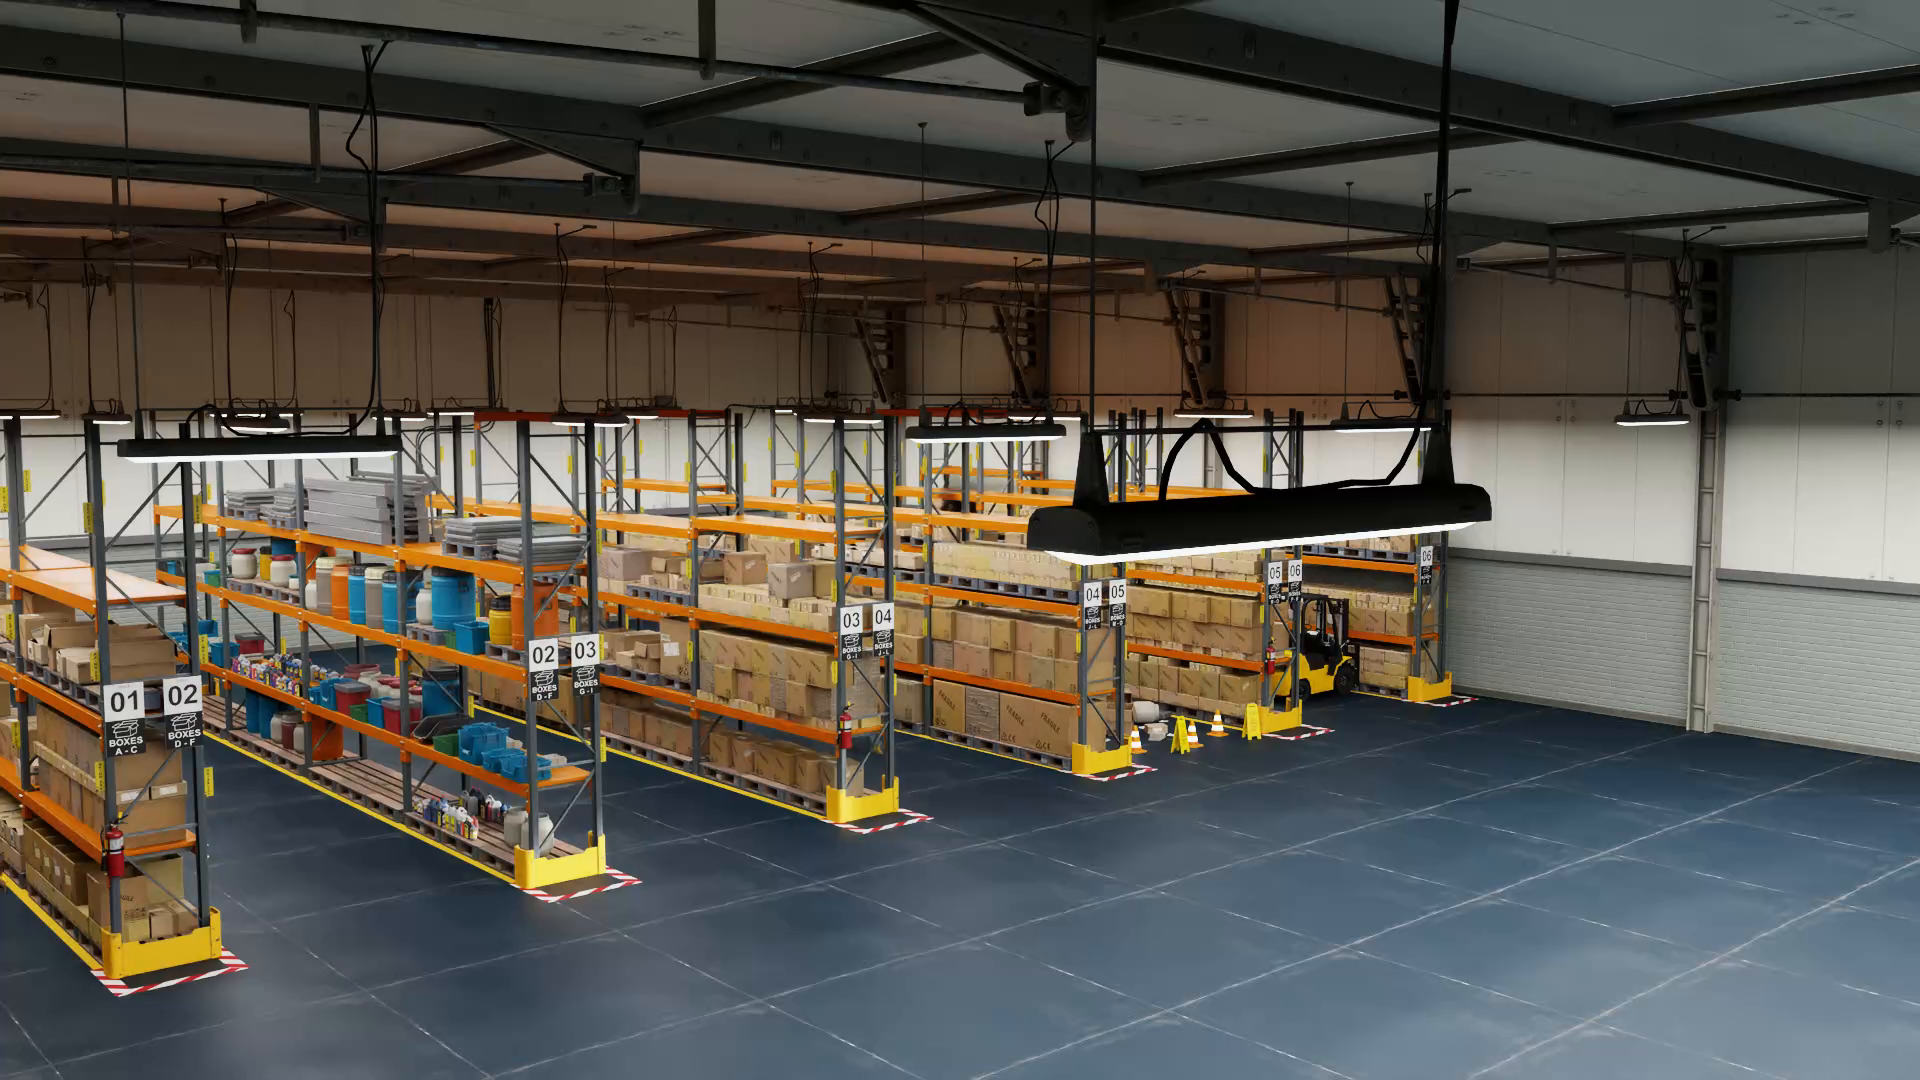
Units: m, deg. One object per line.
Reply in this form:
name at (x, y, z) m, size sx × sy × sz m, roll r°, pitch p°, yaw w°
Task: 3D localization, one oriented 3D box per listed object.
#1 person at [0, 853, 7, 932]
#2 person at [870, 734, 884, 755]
person at (-10.721, 3.892, 18.102) m, size 0.784 × 1.755 × 0.705 m, roll 3°, pitch 6°, yaw 33°
person at (-1.801, 2.886, 29.398) m, size 0.964 × 1.821 × 0.662 m, roll 5°, pitch 7°, yaw 42°
